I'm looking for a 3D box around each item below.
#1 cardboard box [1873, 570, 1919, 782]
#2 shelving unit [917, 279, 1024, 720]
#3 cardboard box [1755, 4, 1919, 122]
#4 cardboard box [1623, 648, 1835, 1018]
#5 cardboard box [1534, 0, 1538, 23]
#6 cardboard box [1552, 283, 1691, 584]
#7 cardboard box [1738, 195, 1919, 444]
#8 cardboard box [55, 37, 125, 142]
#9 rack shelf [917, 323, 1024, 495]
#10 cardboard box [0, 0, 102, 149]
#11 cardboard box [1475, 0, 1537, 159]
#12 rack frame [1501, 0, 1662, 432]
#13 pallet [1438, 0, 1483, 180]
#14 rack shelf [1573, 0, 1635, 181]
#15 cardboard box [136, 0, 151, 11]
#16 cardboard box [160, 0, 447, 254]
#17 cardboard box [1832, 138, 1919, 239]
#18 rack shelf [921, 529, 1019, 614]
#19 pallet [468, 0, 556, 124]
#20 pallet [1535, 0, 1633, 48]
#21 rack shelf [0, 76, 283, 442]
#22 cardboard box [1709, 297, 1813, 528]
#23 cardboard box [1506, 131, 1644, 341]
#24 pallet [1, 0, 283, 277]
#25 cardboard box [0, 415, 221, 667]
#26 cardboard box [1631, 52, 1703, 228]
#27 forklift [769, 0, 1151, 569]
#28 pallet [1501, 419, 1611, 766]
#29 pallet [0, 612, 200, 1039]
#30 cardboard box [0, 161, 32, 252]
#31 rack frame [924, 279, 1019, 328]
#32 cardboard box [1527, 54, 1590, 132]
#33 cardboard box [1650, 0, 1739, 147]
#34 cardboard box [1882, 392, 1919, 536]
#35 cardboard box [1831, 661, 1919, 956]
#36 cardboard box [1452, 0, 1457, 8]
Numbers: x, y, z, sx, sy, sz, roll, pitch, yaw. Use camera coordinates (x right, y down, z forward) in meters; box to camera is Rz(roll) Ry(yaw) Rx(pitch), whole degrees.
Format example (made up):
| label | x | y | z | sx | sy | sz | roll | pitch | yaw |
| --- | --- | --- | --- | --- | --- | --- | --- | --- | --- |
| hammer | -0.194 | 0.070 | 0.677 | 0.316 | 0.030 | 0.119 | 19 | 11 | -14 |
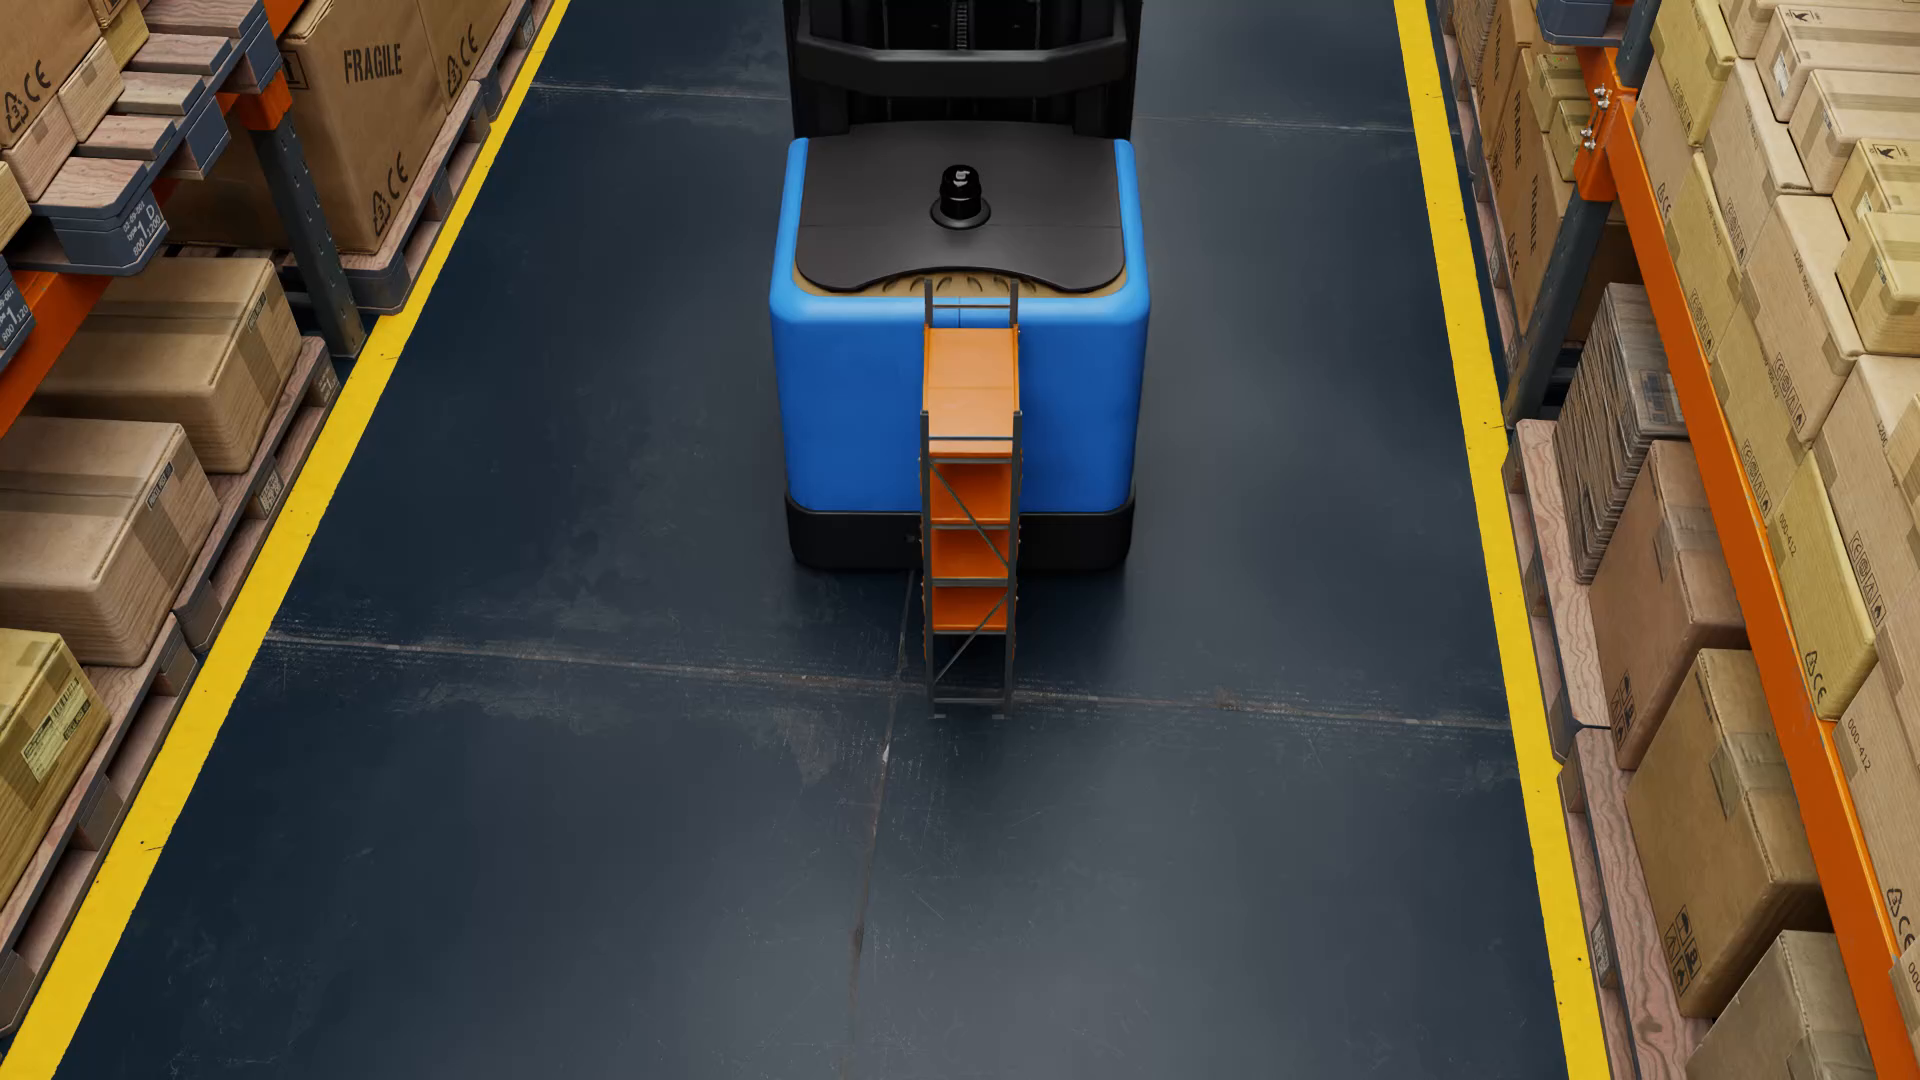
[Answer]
| label | x | y | z | sx | sy | sz | roll | pitch | yaw |
| --- | --- | --- | --- | --- | --- | --- | --- | --- | --- |
| cardboard box | 1.854 | 0.302 | 2.704 | 0.500 | 0.250 | 0.500 | 5 | 48 | 4 |
| shelving unit | 0.027 | -0.073 | 4.504 | 0.258 | 1.200 | 0.503 | 0 | 48 | 0 |
| cardboard box | 1.993 | -1.039 | 3.660 | 0.380 | 0.149 | 0.250 | 5 | 48 | 5 |
| cardboard box | 2.153 | 0.705 | 3.897 | 0.875 | 0.625 | 0.625 | 2 | 48 | 2 |
| cardboard box | 2.260 | -1.869 | 5.896 | 0.380 | 0.149 | 0.250 | 5 | 48 | 5 |
| cardboard box | 2.266 | -0.270 | 4.789 | 0.875 | 0.625 | 0.625 | 5 | 48 | 5 |
| cardboard box | 1.940 | -0.445 | 3.387 | 0.500 | 0.250 | 0.500 | 3 | 48 | 3 |
| cardboard box | -2.334 | -1.129 | 4.135 | 0.380 | 0.149 | 0.250 | 4 | 48 | 3 |
| rack shelf | 0.027 | -0.339 | 4.214 | 0.258 | 0.148 | 0.480 | 0 | 48 | 0 |
| cardboard box | -2.408 | -1.261 | 3.817 | 0.500 | 0.500 | 0.500 | 3 | 48 | 3 |
| cardboard box | 2.262 | -1.763 | 6.239 | 0.500 | 0.500 | 0.500 | 6 | 48 | 5 |
| rack frame | 2.336 | -1.388 | 4.486 | 1.000 | 3.000 | 0.127 | 4 | 48 | 4 |
| pallet | 2.556 | -1.887 | 6.833 | 1.003 | 0.211 | 1.213 | 4 | 48 | 4 |
| rack shelf | 2.518 | -2.614 | 6.096 | 1.077 | 0.370 | 4.000 | 4 | 48 | 4 |
| cardboard box | -2.403 | -1.519 | 4.492 | 0.380 | 0.149 | 0.250 | 5 | 48 | 5 |
| cardboard box | -2.462 | -1.645 | 5.877 | 0.875 | 0.875 | 0.875 | 3 | 48 | 3 |
| cardboard box | 1.988 | -0.659 | 3.313 | 0.380 | 0.149 | 0.250 | 4 | 48 | 4 |
| rack shelf | 0.027 | -0.028 | 4.554 | 0.258 | 0.148 | 0.480 | 0 | 48 | 0 |
| pallet | -2.347 | -2.246 | 7.161 | 1.003 | 0.211 | 1.213 | 4 | 48 | 4 |
| pallet | 2.328 | -1.826 | 5.017 | 1.213 | 0.211 | 1.003 | 4 | 48 | 4 |
| rack shelf | -2.790 | -0.006 | 3.710 | 1.077 | 0.370 | 4.000 | 4 | 48 | 4 |
| cardboard box | 1.962 | -0.279 | 3.574 | 0.500 | 0.250 | 0.500 | 2 | 48 | 2 |
| cardboard box | 2.161 | -1.011 | 5.551 | 0.500 | 0.500 | 0.500 | 5 | 48 | 5 |
| pallet | -2.566 | -1.123 | 4.374 | 1.213 | 0.211 | 1.003 | 4 | 48 | 4 |
| cardboard box | -2.728 | -0.016 | 4.728 | 0.950 | 0.372 | 0.625 | 3 | 48 | 3 |
| cardboard box | 2.052 | -1.027 | 4.258 | 0.500 | 0.250 | 0.500 | 4 | 48 | 4 |
| forklift | 0.009 | -1.971 | 5.067 | 1.130 | 2.935 | 3.031 | 0 | 48 | 0 |
| pallet | 2.222 | 0.156 | 4.964 | 1.003 | 0.211 | 1.213 | 4 | 48 | 4 |
| pallet | -2.794 | 0.691 | 4.475 | 1.003 | 0.211 | 1.213 | 4 | 48 | 4 |
| cardboard box | -2.376 | -0.741 | 3.781 | 0.380 | 0.149 | 0.250 | 5 | 48 | 4 |
| rack frame | 0.029 | -0.253 | 4.669 | 0.240 | 1.200 | 0.015 | 0 | 48 | 0 |
| cardboard box | 2.123 | -1.487 | 5.547 | 0.380 | 0.149 | 0.250 | 2 | 48 | 2 |
| cardboard box | 2.027 | -1.198 | 4.076 | 0.500 | 0.250 | 0.500 | 4 | 48 | 3 |
| cardboard box | 1.816 | -0.108 | 2.808 | 0.380 | 0.149 | 0.250 | 3 | 48 | 2 |
| cardboard box | 1.873 | 0.482 | 2.878 | 0.500 | 0.250 | 0.500 | 4 | 48 | 4 |
| cardboard box | 2.344 | -2.526 | 6.937 | 0.500 | 0.500 | 0.500 | 3 | 48 | 2 |
